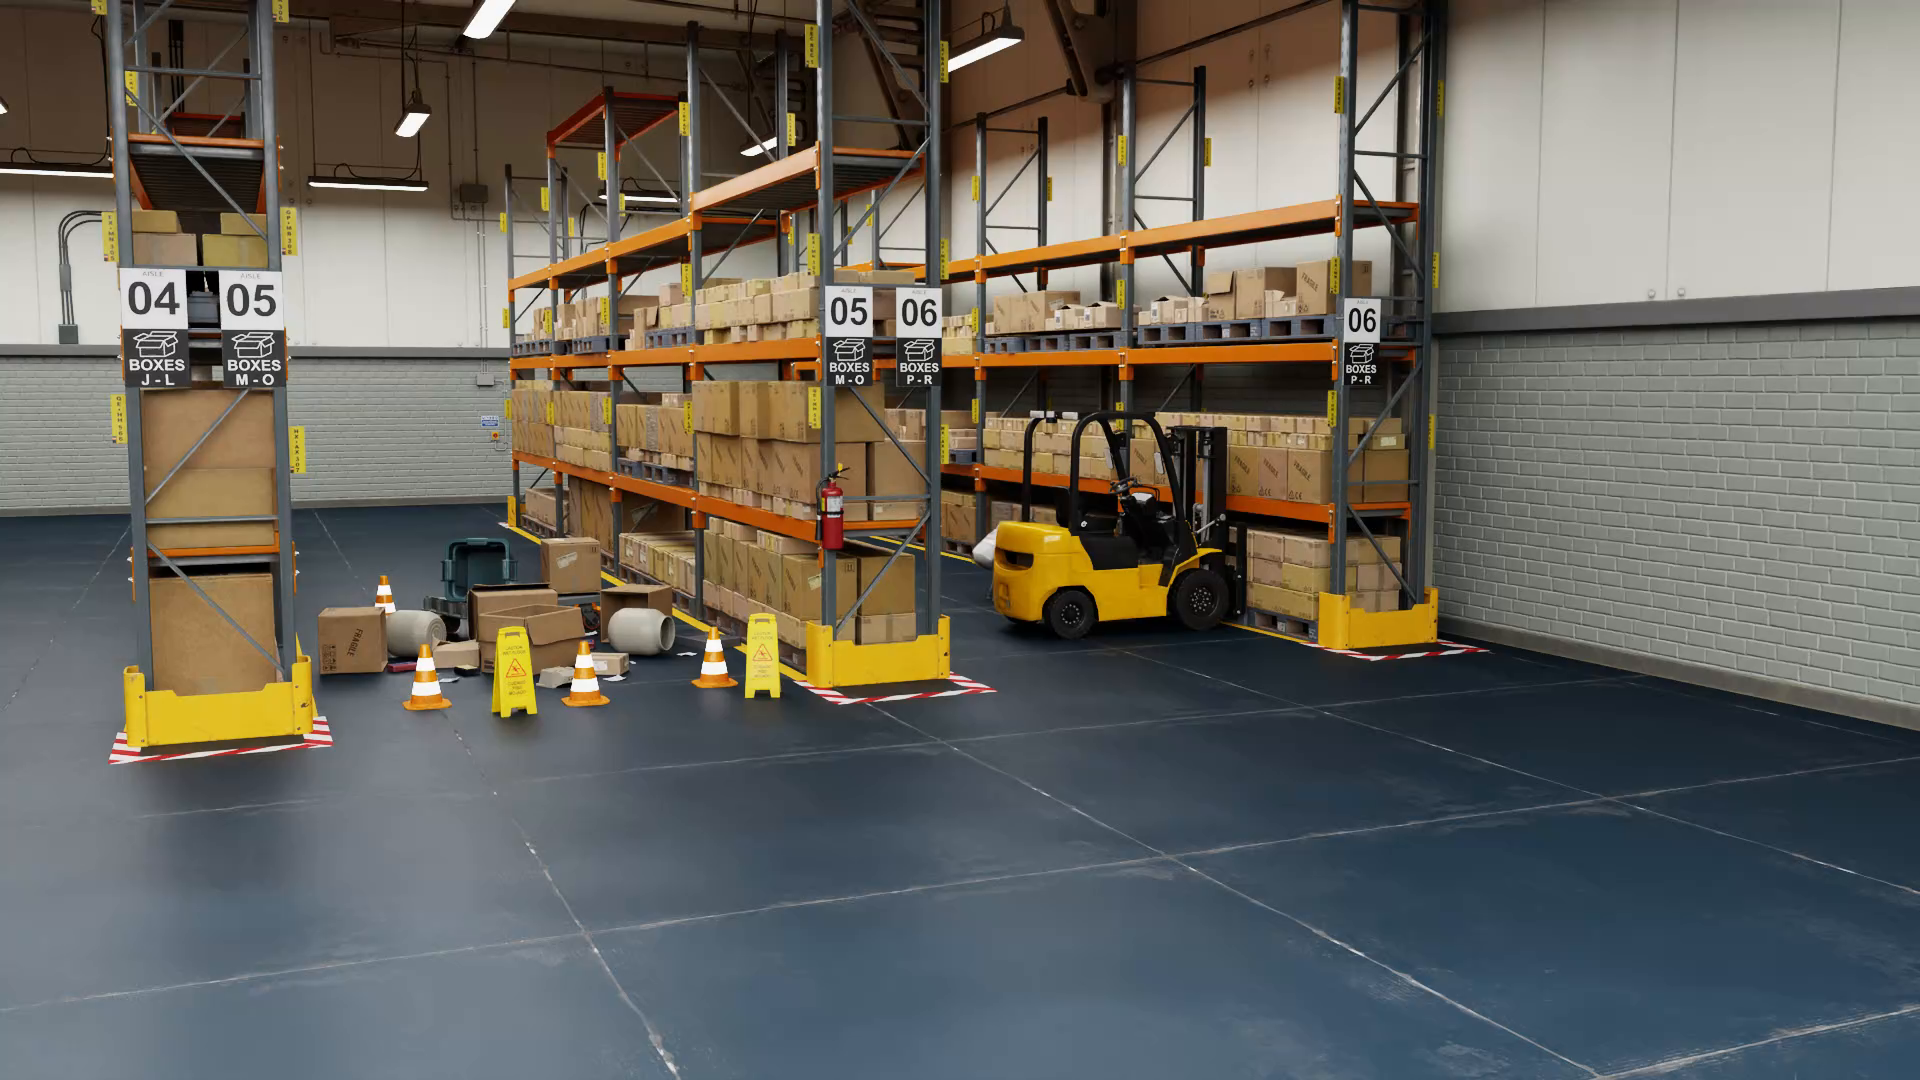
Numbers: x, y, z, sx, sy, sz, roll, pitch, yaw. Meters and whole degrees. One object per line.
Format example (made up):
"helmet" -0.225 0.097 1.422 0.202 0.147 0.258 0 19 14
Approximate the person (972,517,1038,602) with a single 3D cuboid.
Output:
"person" 0.549 0.208 18.608 0.859 0.948 0.484 -2 6 -24
